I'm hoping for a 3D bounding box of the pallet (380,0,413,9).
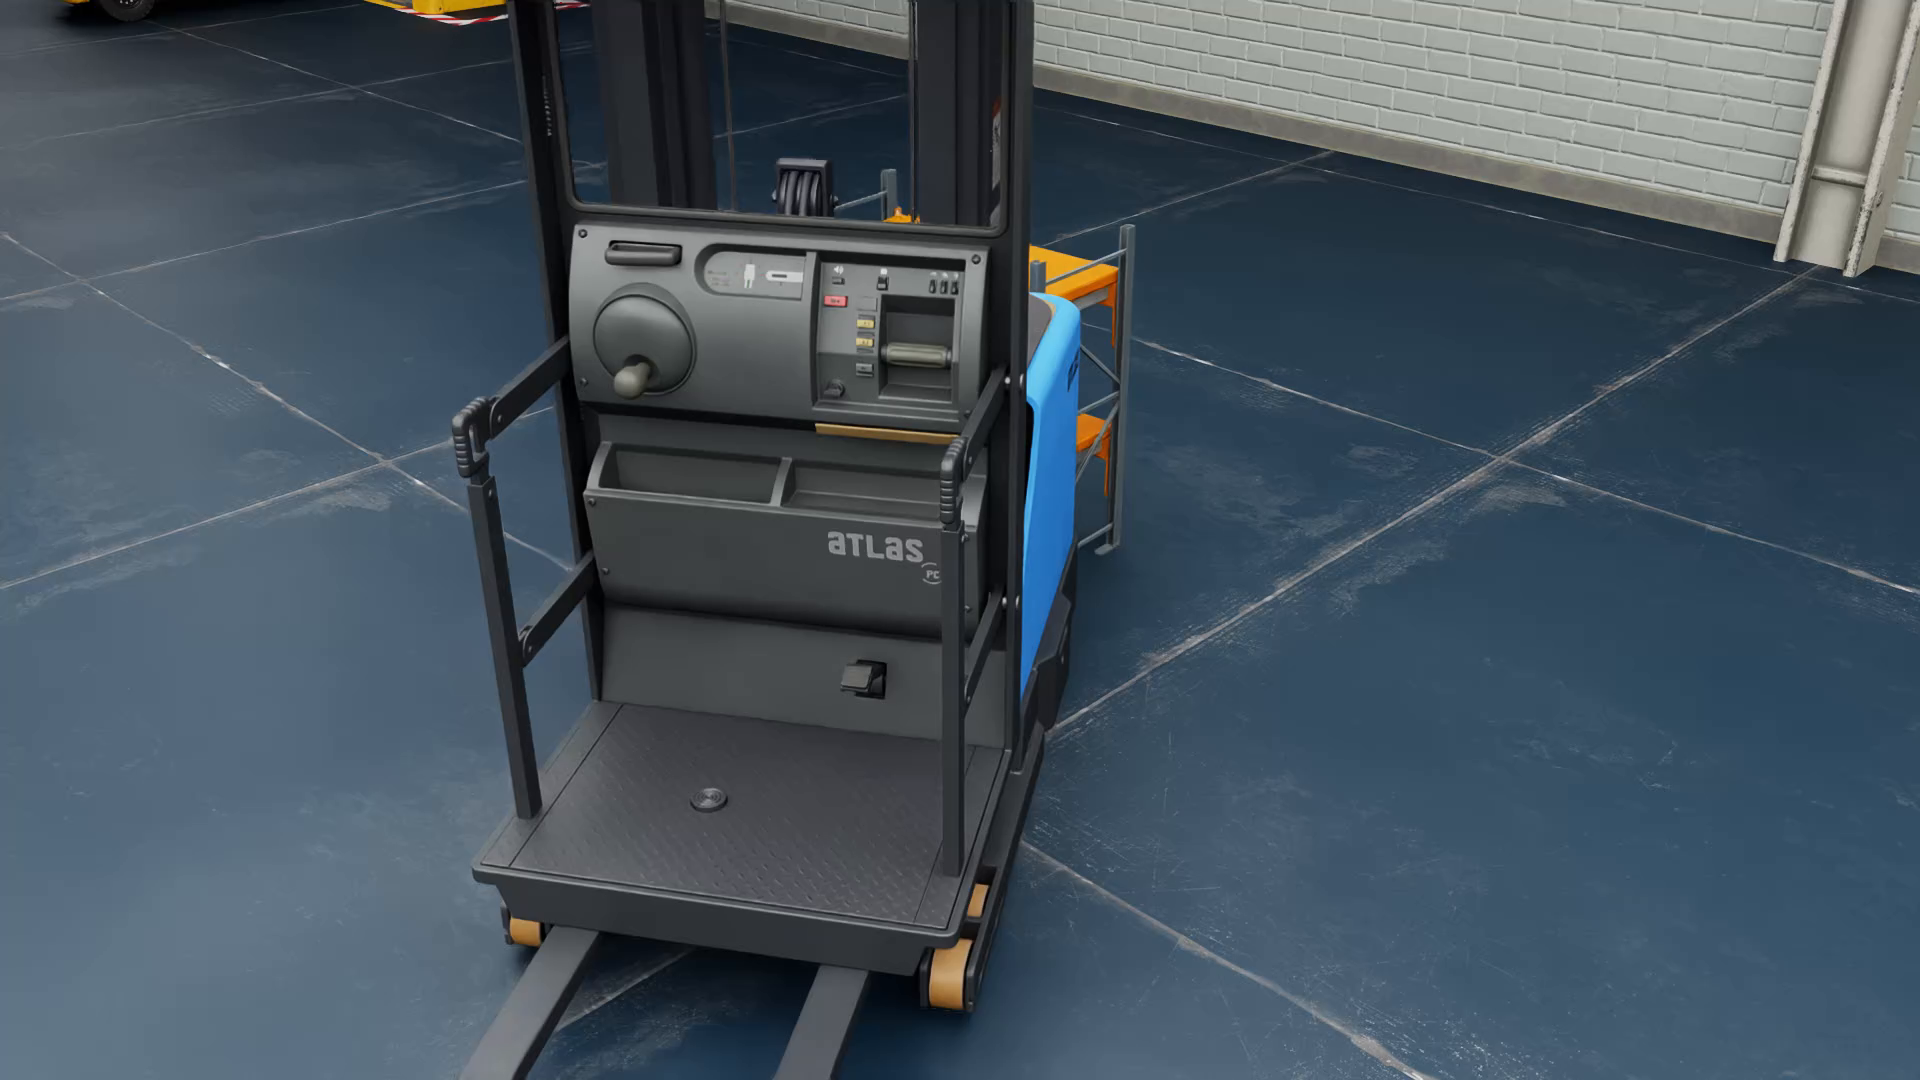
[{"bbox_3d":[-4.884,-5.131,15.280,1.213,0.211,1.003,25,36,38],"label":"pallet"}]

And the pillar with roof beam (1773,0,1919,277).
[{"bbox_3d":[1.365,-3.967,3.624,0.400,9.000,9.100,25,36,38],"label":"pillar with roof beam"}]

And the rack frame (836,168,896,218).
[{"bbox_3d":[-0.396,-0.709,5.889,0.032,1.125,0.500,22,35,35],"label":"rack frame"}]

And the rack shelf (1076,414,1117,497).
[{"bbox_3d":[-0.010,-0.339,5.711,1.000,0.278,0.538,22,35,35],"label":"rack shelf"}]

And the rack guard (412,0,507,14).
[{"bbox_3d":[-4.292,-5.015,14.750,0.348,0.500,1.175,25,36,38],"label":"rack guard"}]

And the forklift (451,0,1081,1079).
[{"bbox_3d":[-0.444,-0.431,3.420,1.130,2.935,3.031,6,28,10],"label":"forklift"}]

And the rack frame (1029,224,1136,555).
[{"bbox_3d":[0.377,-0.402,5.305,0.032,1.125,0.500,22,35,35],"label":"rack frame"}]

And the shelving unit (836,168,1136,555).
[{"bbox_3d":[-0.010,-0.555,5.597,1.048,1.125,0.538,22,35,35],"label":"shelving unit"}]

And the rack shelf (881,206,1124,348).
[{"bbox_3d":[-0.010,-0.814,5.461,1.000,0.278,0.538,22,35,35],"label":"rack shelf"}]

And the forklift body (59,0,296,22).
[{"bbox_3d":[-6.940,-5.767,14.406,1.214,2.155,2.313,25,36,38],"label":"forklift body"}]
